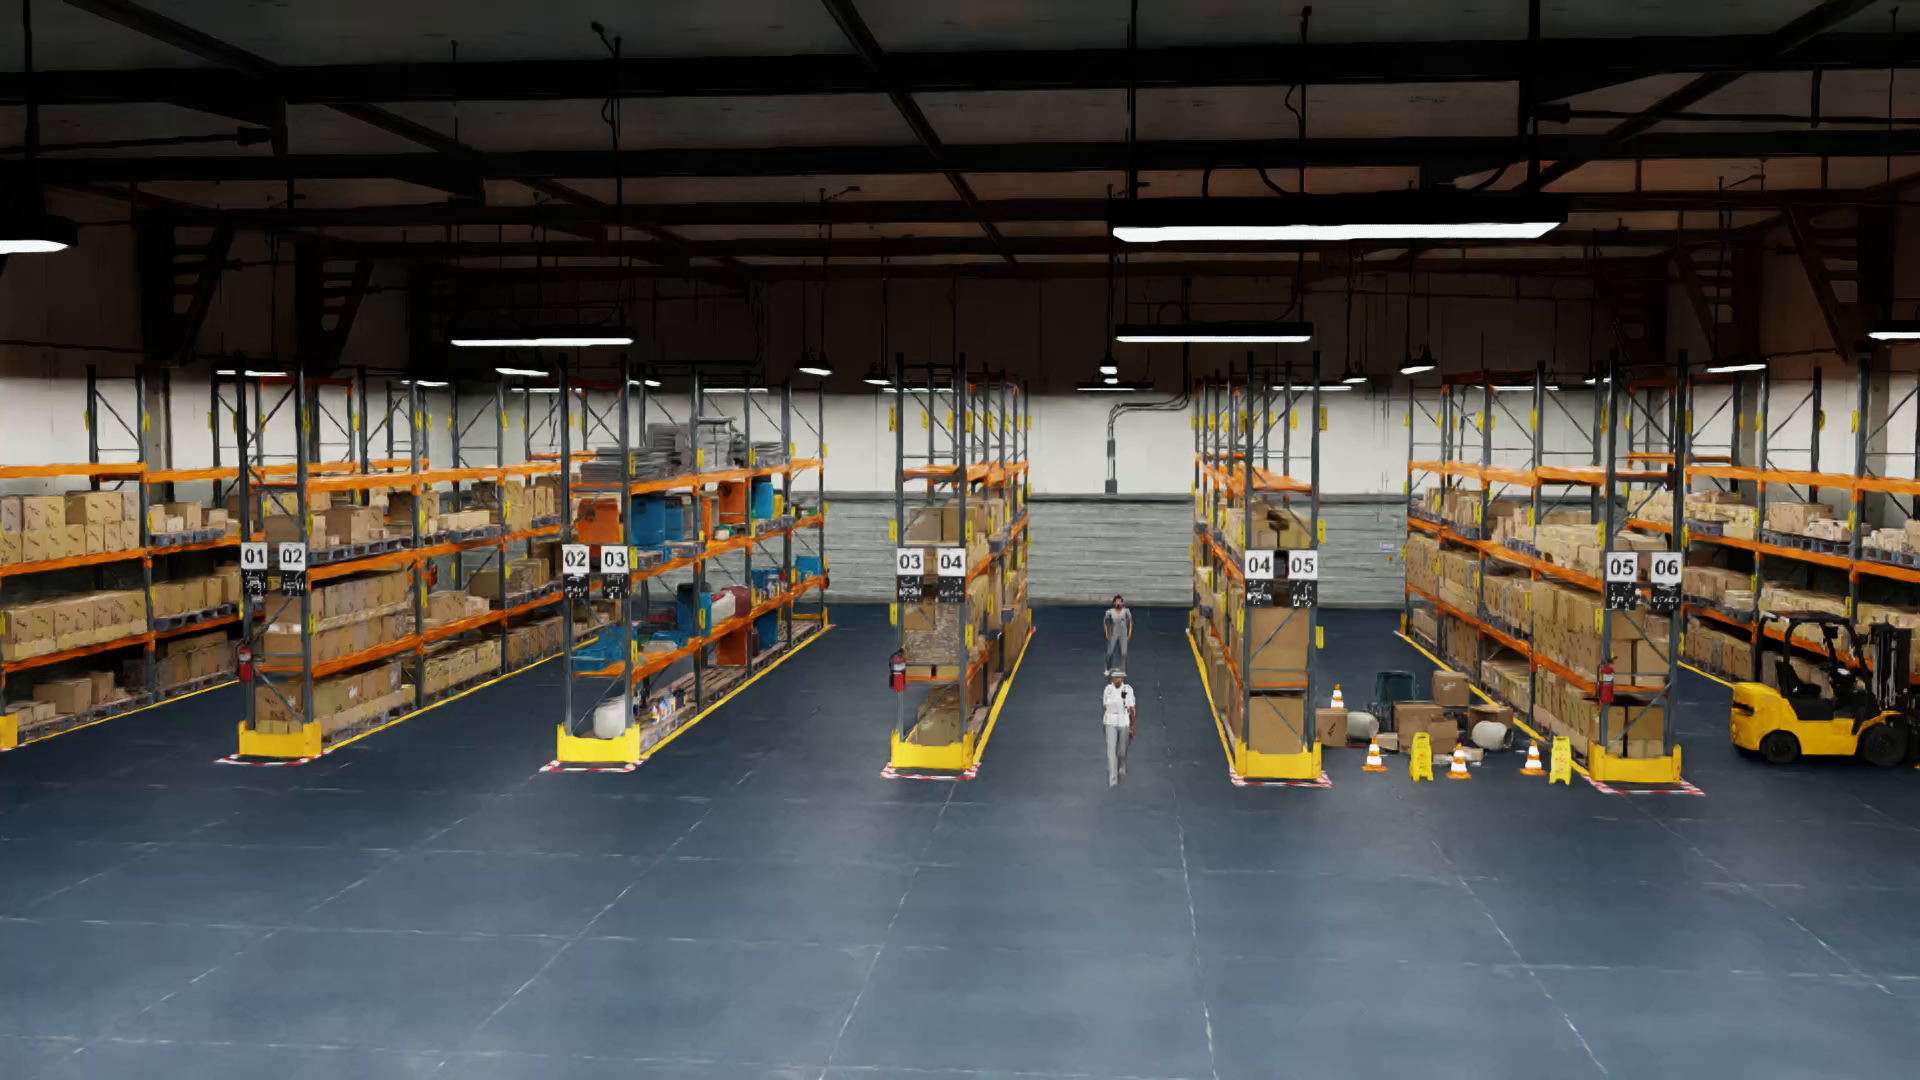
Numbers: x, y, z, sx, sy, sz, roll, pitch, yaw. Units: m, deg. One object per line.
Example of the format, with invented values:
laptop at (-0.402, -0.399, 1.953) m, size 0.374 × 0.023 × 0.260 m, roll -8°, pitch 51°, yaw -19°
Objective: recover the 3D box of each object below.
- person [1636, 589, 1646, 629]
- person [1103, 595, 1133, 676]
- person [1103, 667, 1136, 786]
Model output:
person at (13.070, 1.803, 32.304) m, size 0.588 × 1.782 × 0.677 m, roll 2°, pitch 5°, yaw 30°
person at (3.104, 1.884, 32.739) m, size 0.580 × 1.600 × 0.507 m, roll 0°, pitch 4°, yaw 4°
person at (2.210, 2.545, 23.049) m, size 0.463 × 1.625 × 0.998 m, roll 0°, pitch 4°, yaw 5°
